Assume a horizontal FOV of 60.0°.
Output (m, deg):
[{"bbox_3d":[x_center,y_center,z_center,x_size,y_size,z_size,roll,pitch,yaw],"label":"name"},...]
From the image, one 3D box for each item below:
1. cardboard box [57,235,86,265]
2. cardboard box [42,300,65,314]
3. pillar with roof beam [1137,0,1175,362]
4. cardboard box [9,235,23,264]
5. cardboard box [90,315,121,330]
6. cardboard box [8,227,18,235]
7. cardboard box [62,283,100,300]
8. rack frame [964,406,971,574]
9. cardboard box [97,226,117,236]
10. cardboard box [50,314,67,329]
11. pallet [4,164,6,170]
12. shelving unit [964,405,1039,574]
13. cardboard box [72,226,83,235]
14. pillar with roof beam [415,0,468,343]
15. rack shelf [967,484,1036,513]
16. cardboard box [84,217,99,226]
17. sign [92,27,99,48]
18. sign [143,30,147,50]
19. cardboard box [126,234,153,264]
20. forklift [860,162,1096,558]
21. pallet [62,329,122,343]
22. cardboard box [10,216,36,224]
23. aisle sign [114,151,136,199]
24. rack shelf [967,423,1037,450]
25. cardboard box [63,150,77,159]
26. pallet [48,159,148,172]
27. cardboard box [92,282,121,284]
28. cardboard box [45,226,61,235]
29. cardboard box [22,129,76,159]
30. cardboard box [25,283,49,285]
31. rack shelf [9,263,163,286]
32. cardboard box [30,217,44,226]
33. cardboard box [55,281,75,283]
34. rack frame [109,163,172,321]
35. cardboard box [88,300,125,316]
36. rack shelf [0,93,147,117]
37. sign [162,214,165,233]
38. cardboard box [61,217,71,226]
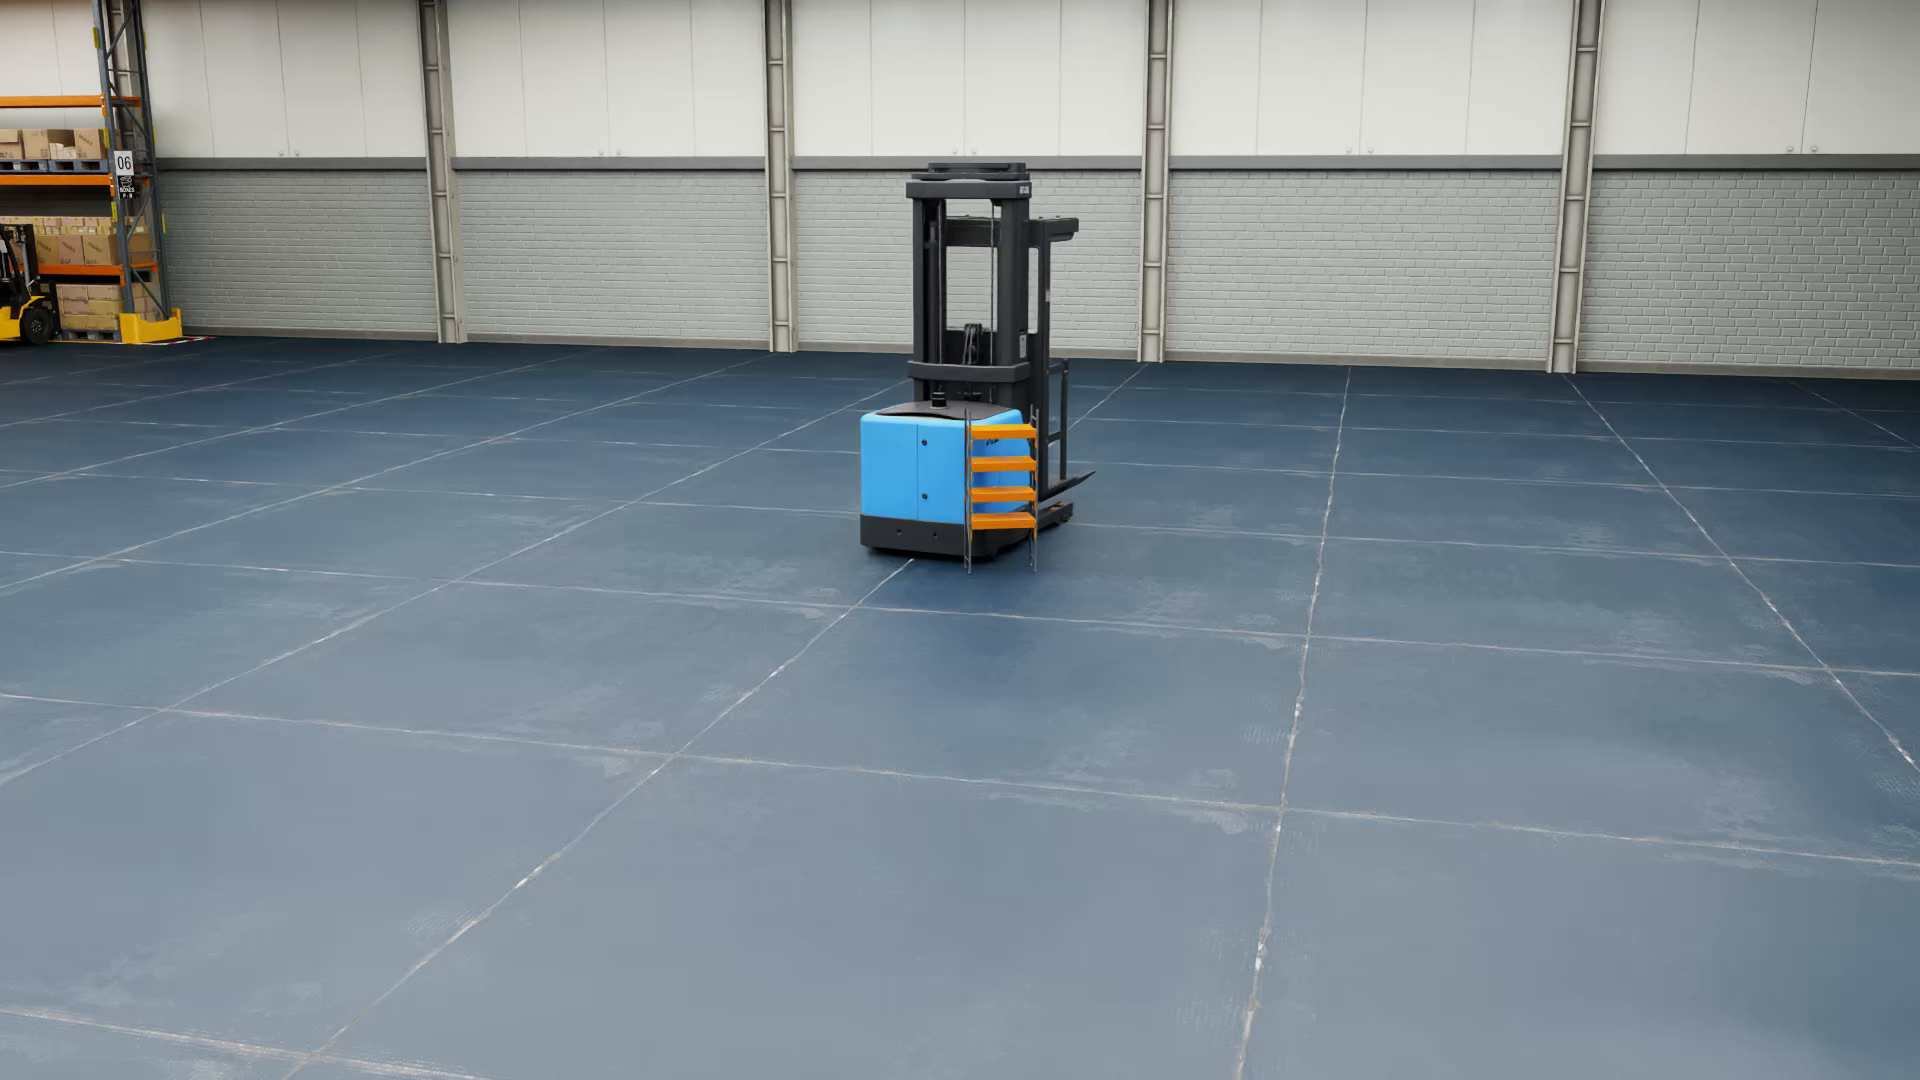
[{"bbox_3d":[-15.100,-4.992,28.580,0.500,0.500,0.500,3,13,15],"label":"cardboard box"},{"bbox_3d":[-15.595,-4.061,28.838,0.500,0.250,0.500,3,13,12],"label":"cardboard box"},{"bbox_3d":[1.927,-6.259,20.671,0.400,9.000,9.100,3,13,14],"label":"pillar with roof beam"},{"bbox_3d":[-16.088,-5.043,28.806,0.500,0.500,0.500,3,13,14],"label":"cardboard box"},{"bbox_3d":[-14.589,-3.765,28.657,0.500,0.250,0.500,3,13,14],"label":"cardboard box"},{"bbox_3d":[-16.198,-5.361,28.744,0.250,0.149,0.380,3,13,12],"label":"cardboard box"},{"bbox_3d":[-15.076,-4.279,28.664,0.500,0.250,0.500,3,13,15],"label":"cardboard box"},{"bbox_3d":[0.056,-0.361,12.088,0.015,1.200,0.240,-2,13,-8],"label":"rack frame"},{"bbox_3d":[-14.461,-5.269,28.329,0.250,0.149,0.380,3,13,14],"label":"cardboard box"},{"bbox_3d":[-15.553,-3.821,28.908,0.500,0.250,0.500,3,13,14],"label":"cardboard box"},{"bbox_3d":[-17.107,-6.534,29.040,1.213,0.211,1.003,3,13,14],"label":"pallet"},{"bbox_3d":[0.297,-0.369,12.123,0.503,1.200,0.258,-2,13,-8],"label":"shelving unit"},{"bbox_3d":[-14.954,-5.302,28.479,0.250,0.149,0.380,3,13,15],"label":"cardboard box"},{"bbox_3d":[-9.724,-6.882,23.478,0.400,9.000,9.100,3,13,14],"label":"pillar with roof beam"},{"bbox_3d":[0.297,-0.303,12.138,0.480,0.148,0.258,-2,13,-8],"label":"rack shelf"},{"bbox_3d":[-14.703,-5.436,28.393,0.250,0.149,0.380,3,13,14],"label":"cardboard box"},{"bbox_3d":[-14.201,-8.255,27.324,0.005,0.325,0.100,3,13,14],"label":"sign"},{"bbox_3d":[-13.918,-8.523,28.351,0.005,0.325,0.100,3,13,14],"label":"sign"},{"bbox_3d":[-14.472,-5.077,28.963,0.500,0.500,0.500,3,13,15],"label":"cardboard box"},{"bbox_3d":[0.300,-1.575,13.565,1.130,2.935,3.031,6,14,24],"label":"forklift"},{"bbox_3d":[-14.810,-3.614,29.035,1.213,0.211,1.003,3,13,14],"label":"pallet"},{"bbox_3d":[-16.187,-5.524,28.793,0.250,0.149,0.380,3,13,14],"label":"cardboard box"},{"bbox_3d":[-14.064,-6.148,28.019,0.004,0.787,0.394,3,13,14],"label":"aisle sign"},{"bbox_3d":[0.297,-0.752,12.037,0.480,0.148,0.258,-2,13,-8],"label":"rack shelf"},{"bbox_3d":[-14.935,-6.519,28.146,0.250,0.149,0.380,3,13,12],"label":"cardboard box"},{"bbox_3d":[-14.738,-6.408,28.469,1.213,0.211,1.003,3,13,14],"label":"pallet"},{"bbox_3d":[-14.965,-4.385,29.144,0.500,0.250,0.500,3,13,14],"label":"cardboard box"},{"bbox_3d":[-15.462,-5.322,28.565,0.250,0.149,0.380,3,13,12],"label":"cardboard box"},{"bbox_3d":[-15.516,-6.757,28.409,0.500,0.500,0.700,3,13,14],"label":"cardboard box"},{"bbox_3d":[-16.059,-4.331,28.899,0.500,0.250,0.500,3,13,12],"label":"cardboard box"},{"bbox_3d":[-15.999,-4.697,29.140,4.000,0.370,1.077,3,13,14],"label":"rack shelf"},{"bbox_3d":[-15.719,-5.475,28.568,0.250,0.149,0.380,3,13,15],"label":"cardboard box"},{"bbox_3d":[-15.943,-4.441,29.397,0.500,0.250,0.500,3,13,12],"label":"cardboard box"},{"bbox_3d":[-14.057,-4.944,28.594,0.127,3.000,1.000,3,13,14],"label":"rack frame"},{"bbox_3d":[-14.605,-4.011,28.610,0.500,0.250,0.500,3,13,13],"label":"cardboard box"},{"bbox_3d":[-15.999,-7.431,28.534,4.000,0.370,1.077,3,13,14],"label":"rack shelf"},{"bbox_3d":[-13.919,-5.522,29.017,0.005,0.325,0.100,3,13,14],"label":"sign"},{"bbox_3d":[-15.187,-5.472,28.557,0.250,0.149,0.380,3,13,14],"label":"cardboard box"}]
